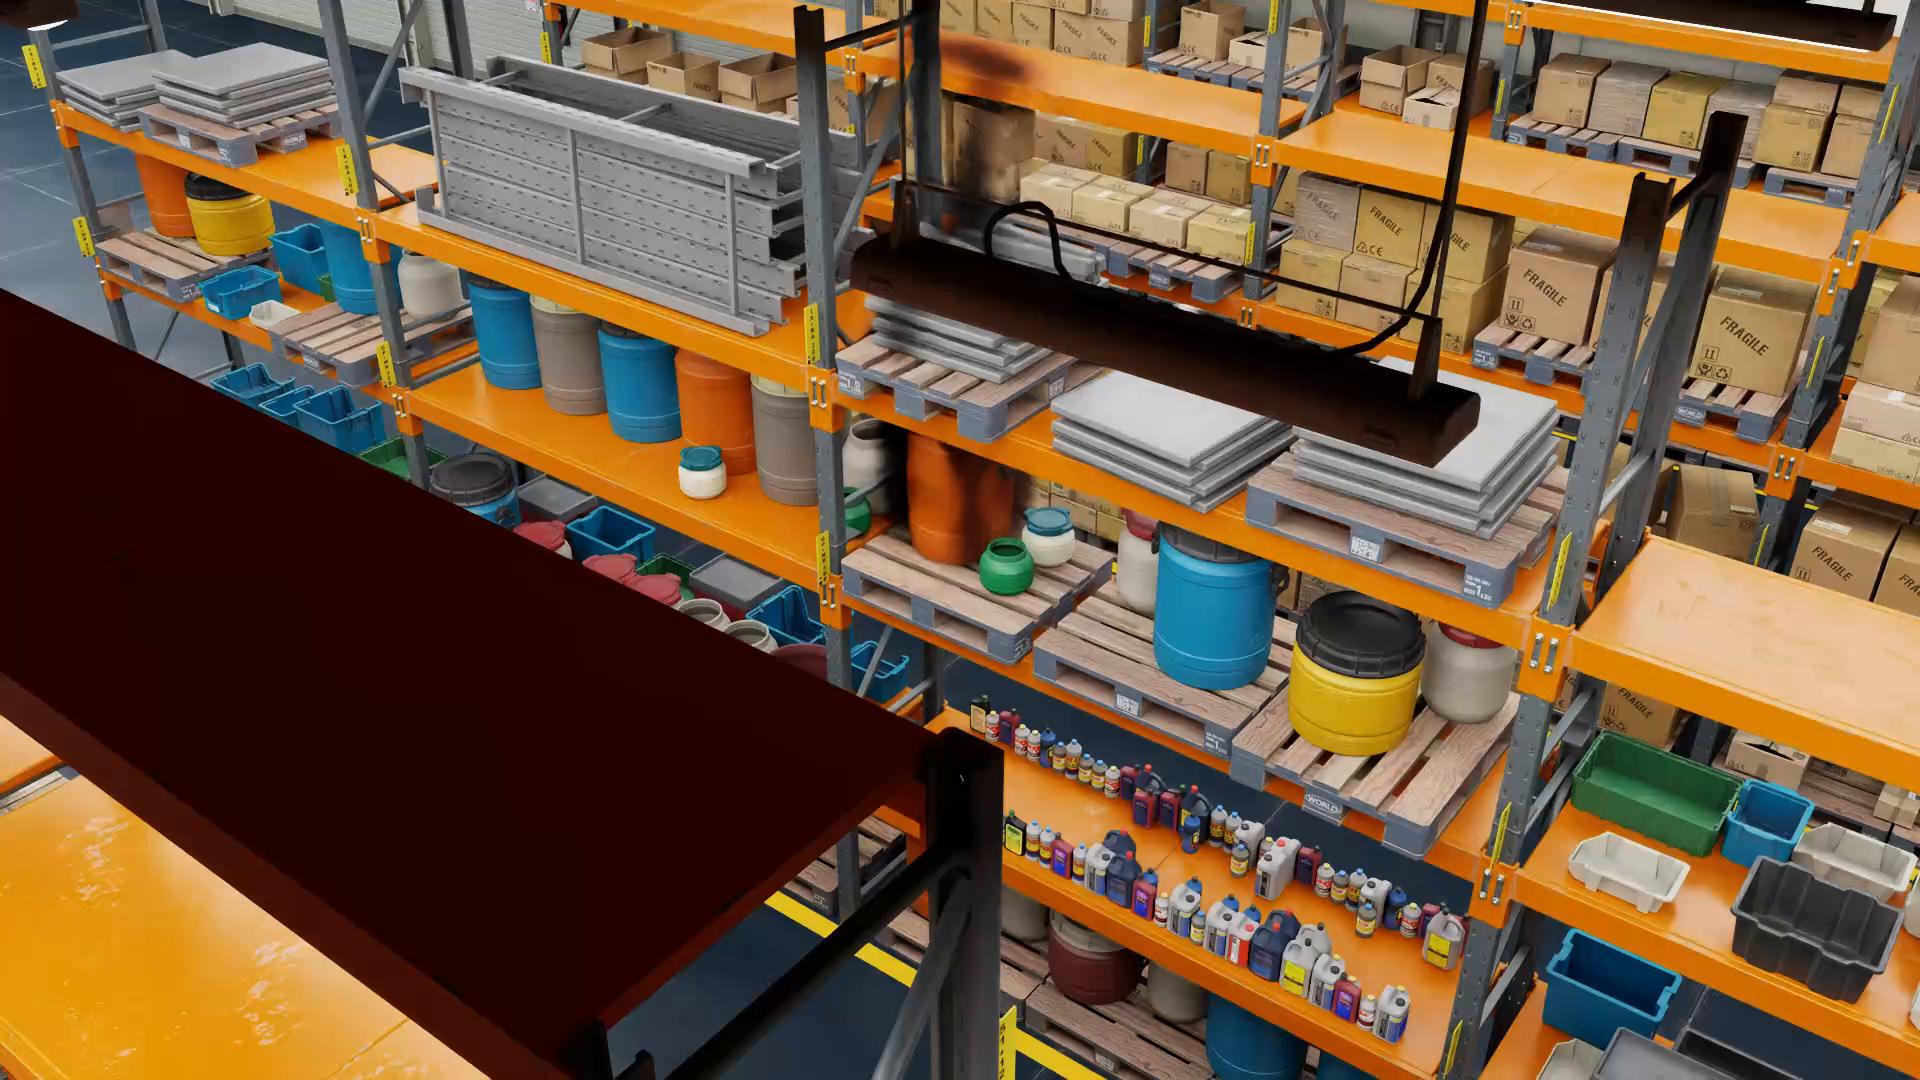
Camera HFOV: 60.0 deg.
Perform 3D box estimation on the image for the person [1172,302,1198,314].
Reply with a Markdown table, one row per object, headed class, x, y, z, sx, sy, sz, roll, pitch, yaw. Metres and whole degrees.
| class | x | y | z | sx | sy | sz | roll | pitch | yaw |
| --- | --- | --- | --- | --- | --- | --- | --- | --- | --- |
| person | 2.212 | -1.906 | 16.817 | 0.534 | 1.668 | 0.591 | 13 | 34 | 20 |
